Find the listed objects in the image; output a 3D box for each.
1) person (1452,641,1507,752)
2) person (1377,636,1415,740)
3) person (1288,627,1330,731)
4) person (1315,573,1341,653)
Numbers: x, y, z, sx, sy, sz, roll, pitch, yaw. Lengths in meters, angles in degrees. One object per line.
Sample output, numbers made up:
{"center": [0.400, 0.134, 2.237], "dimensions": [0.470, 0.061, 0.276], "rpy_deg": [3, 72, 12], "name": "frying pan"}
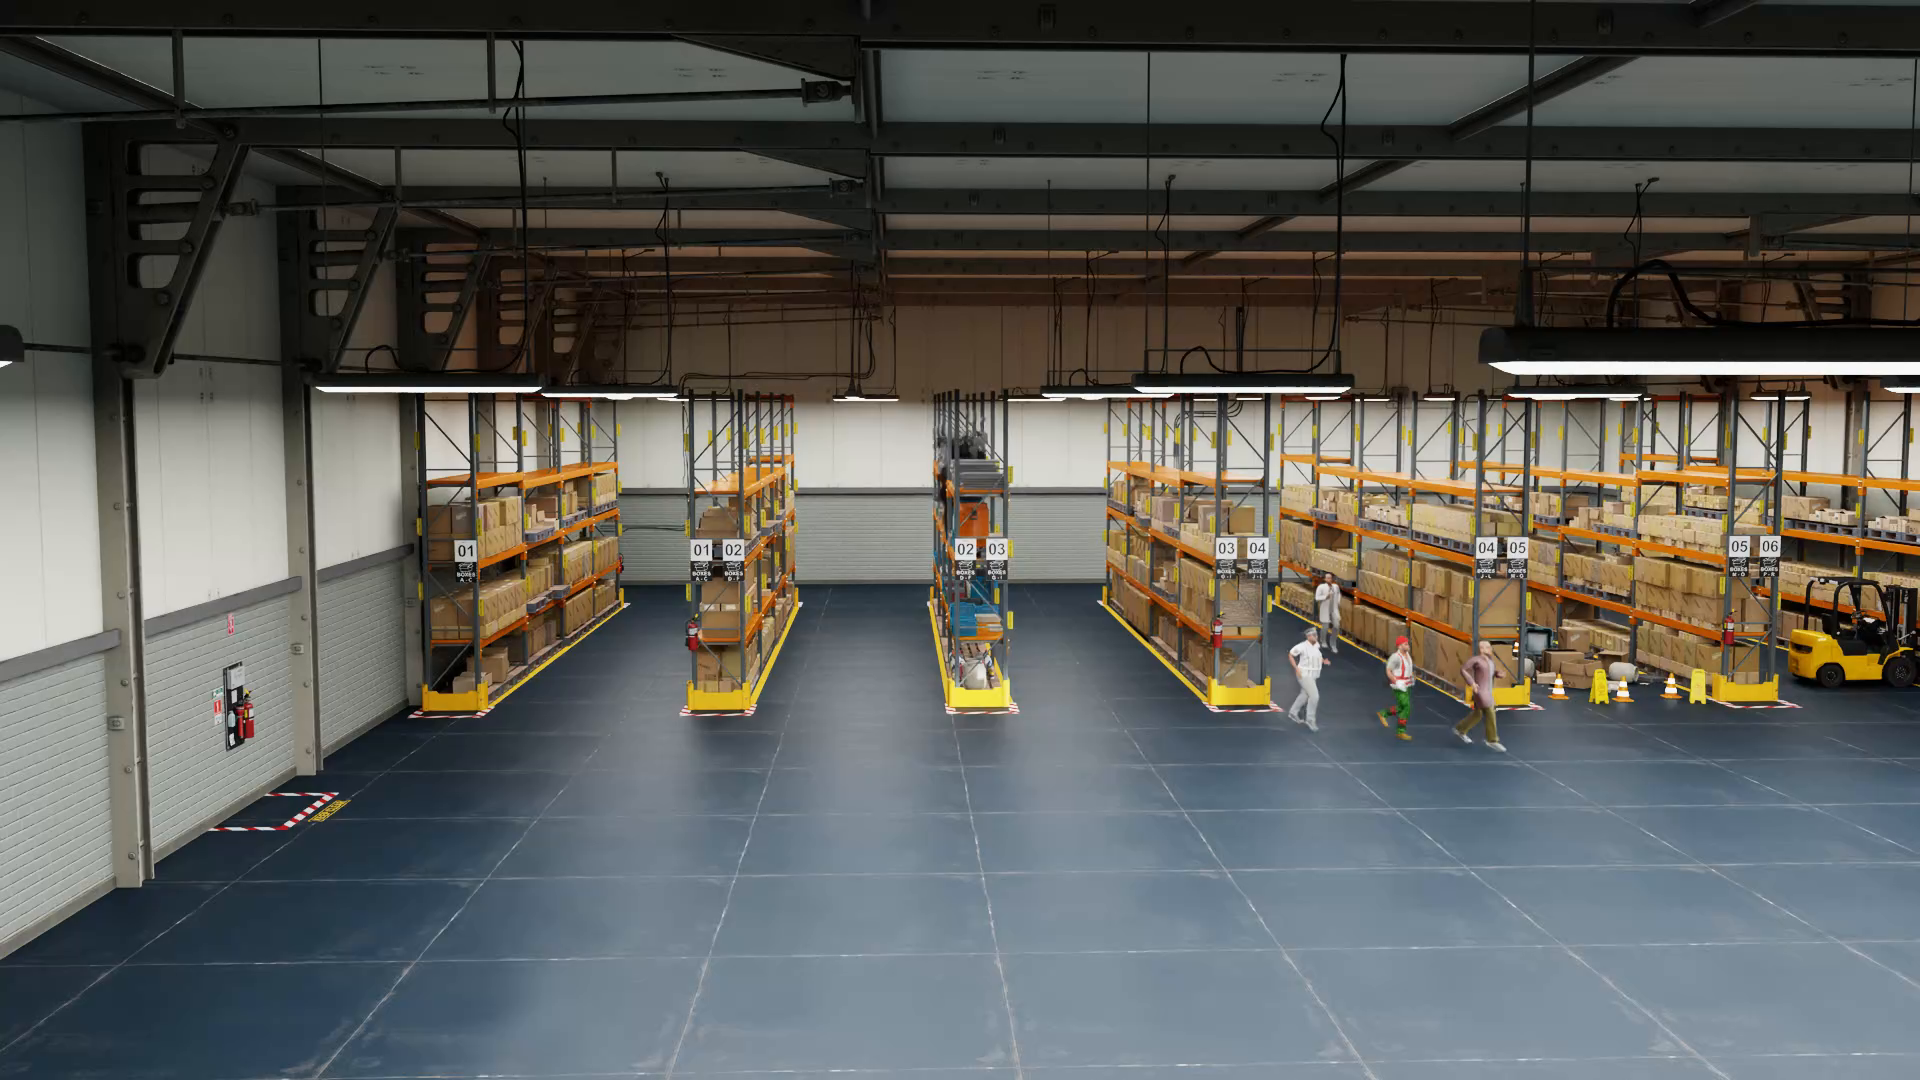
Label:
{"center": [8.697, 2.572, 27.712], "dimensions": [0.963, 1.817, 0.679], "rpy_deg": [4, 6, 40], "name": "person"}
{"center": [7.493, 2.519, 28.612], "dimensions": [0.697, 1.773, 0.660], "rpy_deg": [4, 6, 42], "name": "person"}
{"center": [6.179, 2.441, 29.487], "dimensions": [0.782, 1.850, 0.650], "rpy_deg": [4, 6, 41], "name": "person"}
{"center": [8.568, 1.695, 38.590], "dimensions": [0.685, 1.844, 0.794], "rpy_deg": [0, 5, -5], "name": "person"}
